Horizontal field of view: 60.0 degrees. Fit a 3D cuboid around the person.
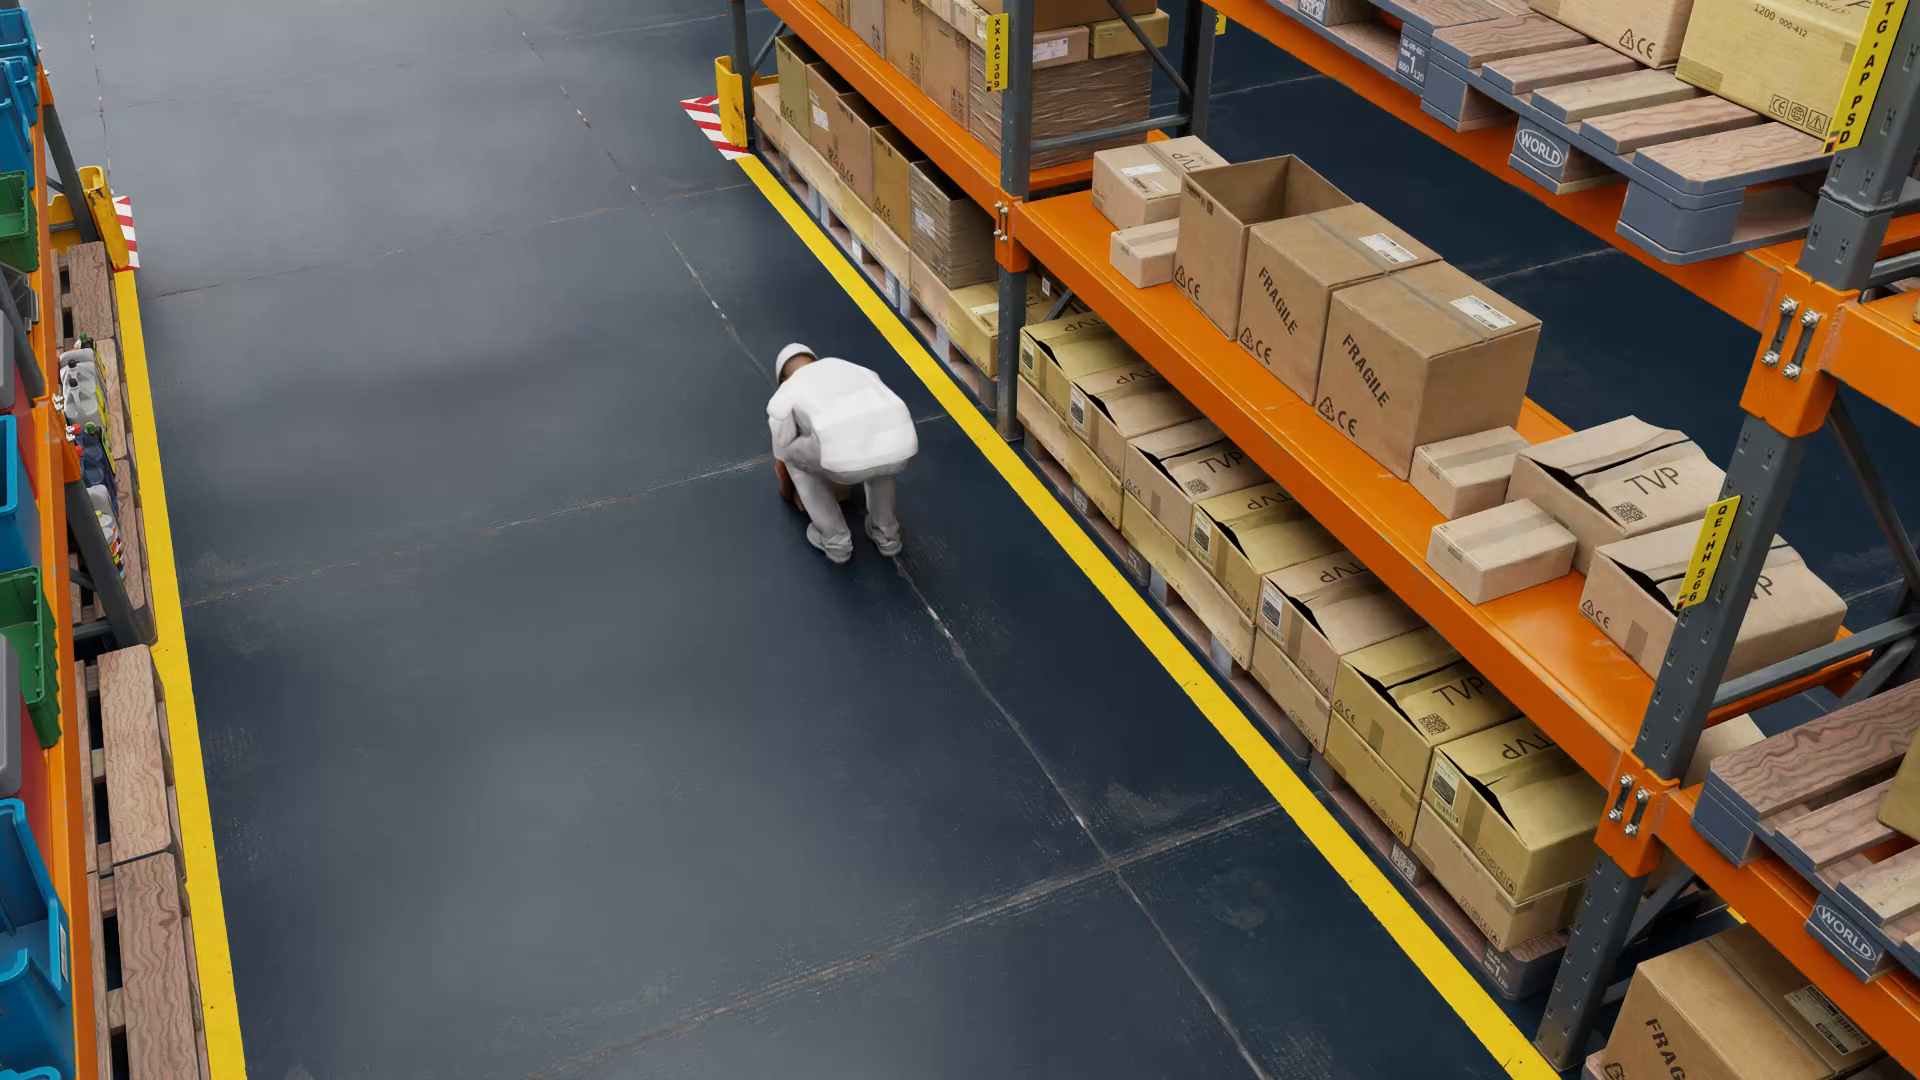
[{"bbox_3d":[-0.556,-0.393,7.419,0.515,0.874,0.979,-17,40,-21],"label":"person"}]
